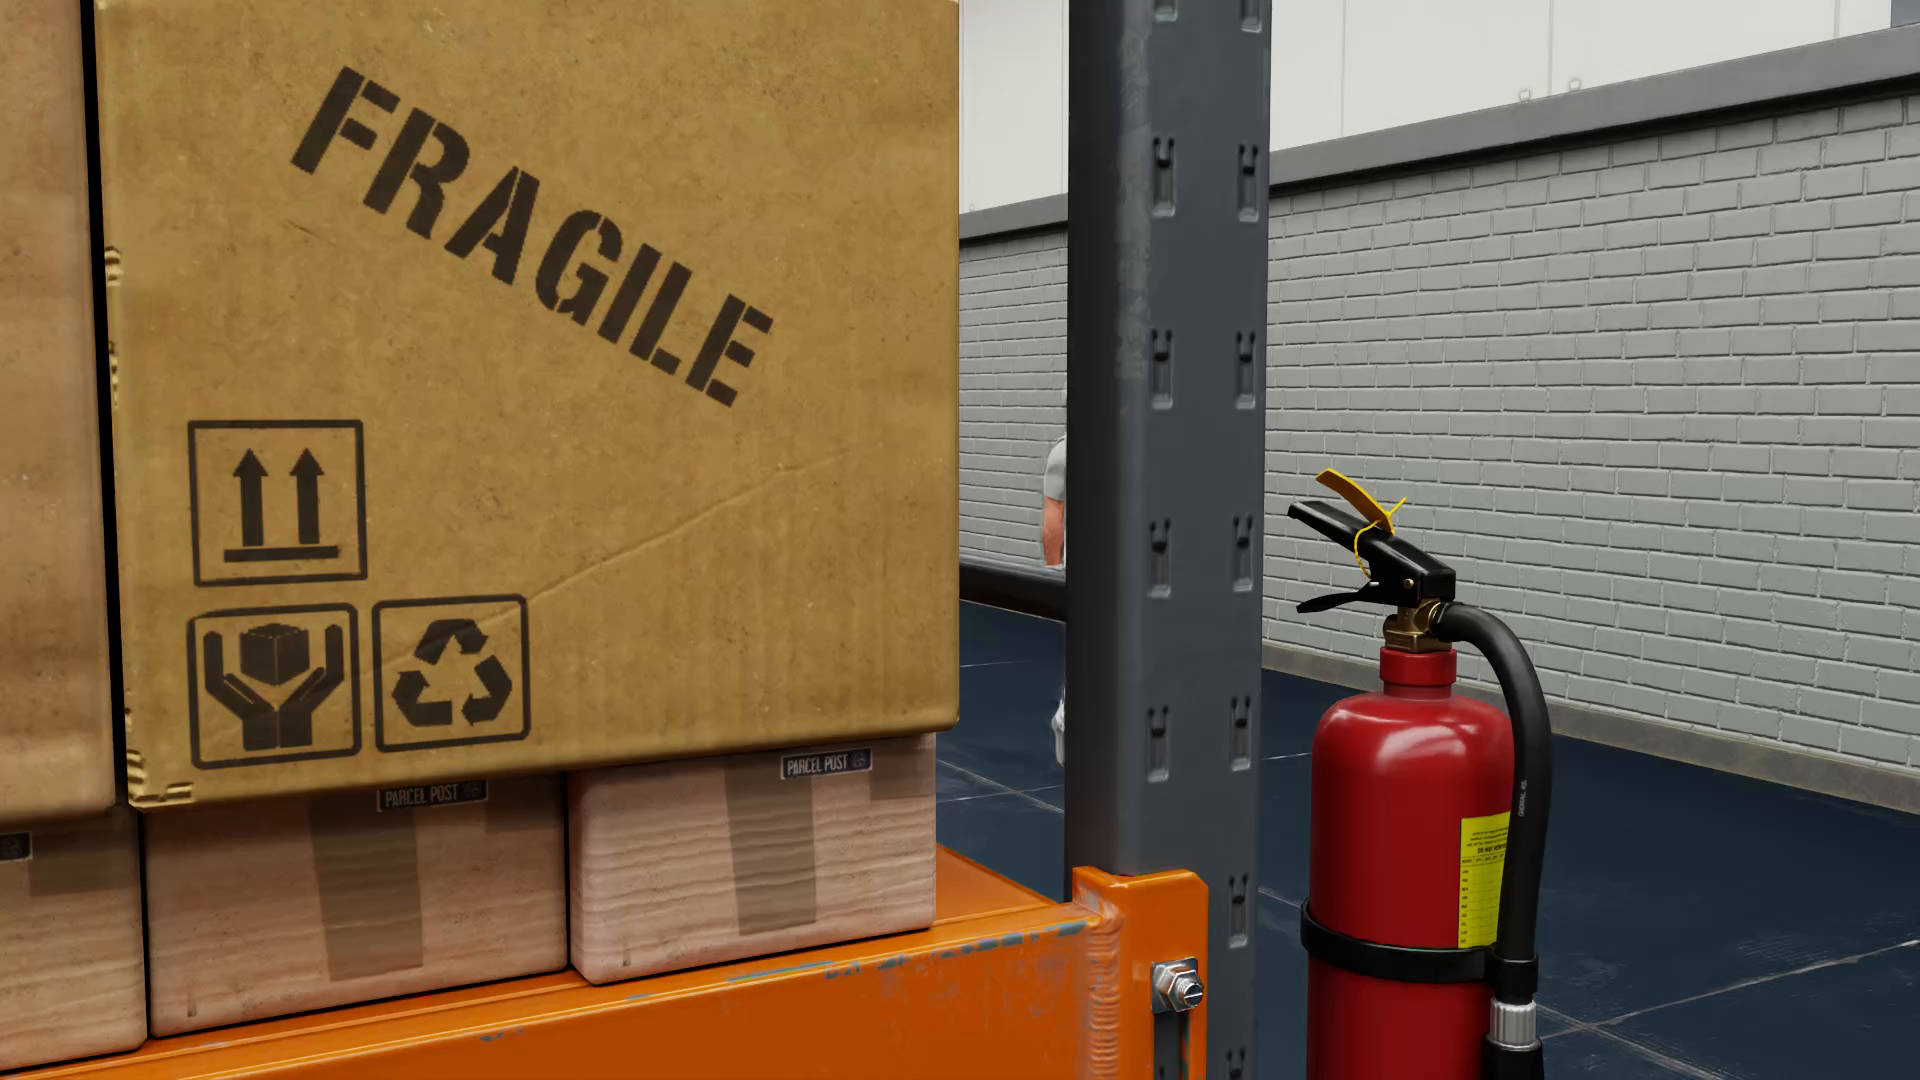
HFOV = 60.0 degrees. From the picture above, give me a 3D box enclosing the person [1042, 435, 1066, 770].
[{"bbox_3d":[0.638,0.144,7.123,0.526,1.780,0.481,-3,6,-34],"label":"person"}]
